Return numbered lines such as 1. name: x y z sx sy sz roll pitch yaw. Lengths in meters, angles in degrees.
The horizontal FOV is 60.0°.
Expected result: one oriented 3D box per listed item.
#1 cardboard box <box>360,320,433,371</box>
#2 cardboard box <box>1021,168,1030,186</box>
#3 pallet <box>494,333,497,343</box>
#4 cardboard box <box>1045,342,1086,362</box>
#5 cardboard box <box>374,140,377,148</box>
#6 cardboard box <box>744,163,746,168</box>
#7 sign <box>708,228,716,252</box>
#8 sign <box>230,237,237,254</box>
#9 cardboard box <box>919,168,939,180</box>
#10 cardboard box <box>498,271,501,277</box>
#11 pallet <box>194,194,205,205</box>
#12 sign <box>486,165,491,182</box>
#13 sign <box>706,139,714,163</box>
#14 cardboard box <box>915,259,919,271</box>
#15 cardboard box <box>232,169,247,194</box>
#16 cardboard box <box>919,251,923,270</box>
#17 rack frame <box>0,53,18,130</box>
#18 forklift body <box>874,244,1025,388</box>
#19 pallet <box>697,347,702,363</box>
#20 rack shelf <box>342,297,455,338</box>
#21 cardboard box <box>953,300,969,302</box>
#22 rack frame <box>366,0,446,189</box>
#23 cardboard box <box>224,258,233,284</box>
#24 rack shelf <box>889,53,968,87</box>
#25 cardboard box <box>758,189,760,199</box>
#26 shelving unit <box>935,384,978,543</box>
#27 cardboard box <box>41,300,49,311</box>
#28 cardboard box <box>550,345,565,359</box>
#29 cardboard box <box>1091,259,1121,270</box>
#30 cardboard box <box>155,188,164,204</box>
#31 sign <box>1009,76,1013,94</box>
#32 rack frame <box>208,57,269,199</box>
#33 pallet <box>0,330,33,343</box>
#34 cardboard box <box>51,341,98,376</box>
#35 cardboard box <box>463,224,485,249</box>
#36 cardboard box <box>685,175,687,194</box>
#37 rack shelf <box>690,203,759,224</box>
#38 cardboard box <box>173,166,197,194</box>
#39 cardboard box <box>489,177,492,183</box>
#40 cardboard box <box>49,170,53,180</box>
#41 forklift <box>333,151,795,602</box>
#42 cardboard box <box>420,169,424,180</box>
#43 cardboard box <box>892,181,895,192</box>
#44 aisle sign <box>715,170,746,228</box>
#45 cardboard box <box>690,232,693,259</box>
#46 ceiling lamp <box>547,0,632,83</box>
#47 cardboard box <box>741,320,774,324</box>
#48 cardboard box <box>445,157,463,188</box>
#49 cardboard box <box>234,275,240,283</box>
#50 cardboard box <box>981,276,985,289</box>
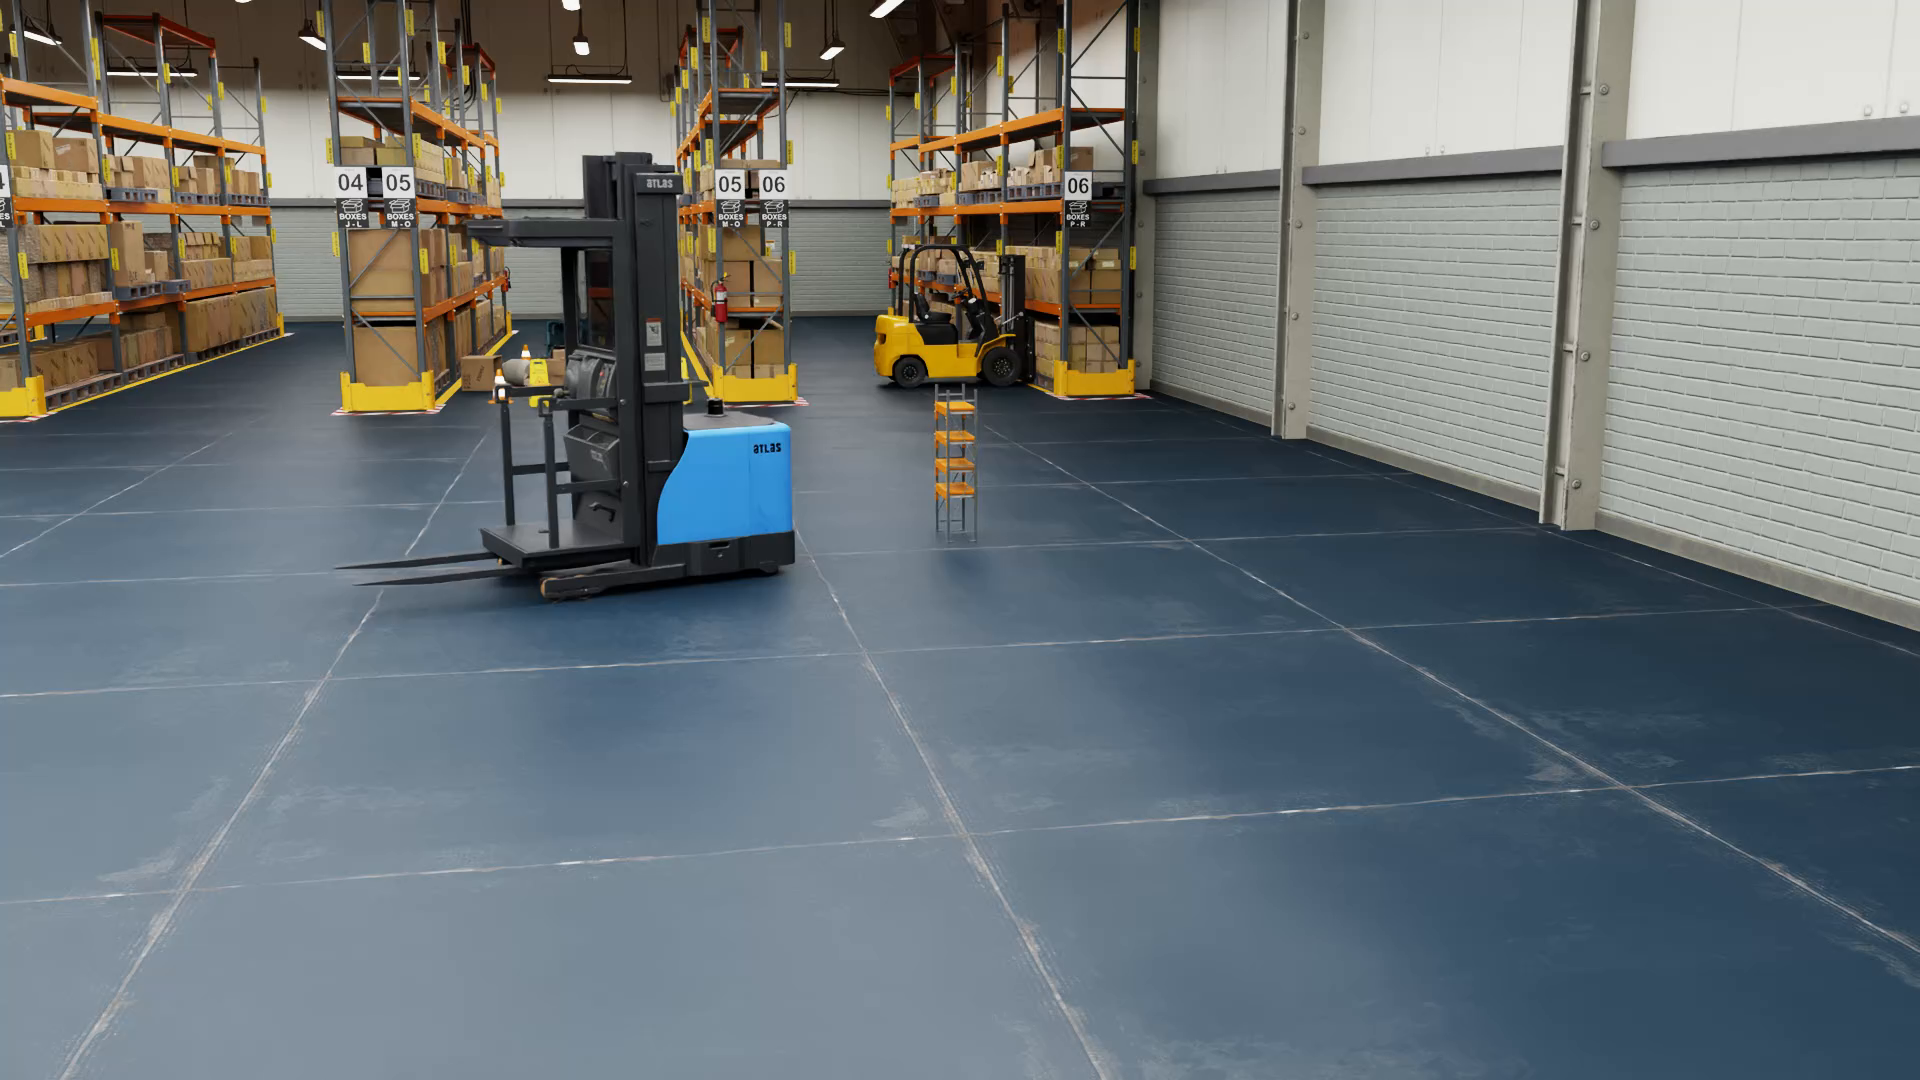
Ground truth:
1. cardboard box: -8.101 -2.700 23.917 0.875 0.875 0.875 -2 11 -12
2. cardboard box: 1.185 -5.747 26.314 0.396 0.266 0.258 -2 11 -12
3. pallet: -10.231 -4.207 34.734 1.003 0.211 1.213 -2 11 -11
4. cardboard box: 1.571 -2.813 24.845 0.500 0.250 0.500 -2 11 -12
5. cardboard box: -8.326 -5.487 23.127 0.380 0.149 0.250 -2 11 -11
6. cardboard box: -3.030 -5.547 24.835 0.380 0.149 0.250 -2 11 -10
7. sign: -3.444 -4.160 23.088 0.100 0.325 0.005 -2 11 -11
8. sign: -14.420 -5.844 32.995 0.100 0.325 0.005 -2 11 -11
9. cardboard box: -0.645 -7.722 35.099 0.396 0.266 0.258 -2 11 -12
10. cardboard box: -10.355 -5.877 36.724 0.380 0.149 0.250 -2 11 -9
11. pallet: -14.570 -6.261 30.553 1.003 0.211 1.213 -2 11 -8
12. sign: -9.522 -7.397 33.577 0.100 0.325 0.005 -2 11 -11
13. sign: -3.444 -5.344 22.863 0.100 0.325 0.005 -2 11 -11
14. cardboard box: -0.700 -5.991 36.258 0.500 0.250 0.500 -2 11 -10
15. cardboard box: -15.224 -7.412 34.437 0.700 0.500 0.500 -2 11 -9
16. cardboard box: -0.487 -5.993 35.271 0.700 0.500 0.500 -2 11 -10
17. rack frame: -20.587 -8.793 35.330 1.000 3.000 0.127 -2 11 -11
18. forklift body: -0.186 -3.498 25.823 2.313 2.155 1.214 -2 11 -11
19. pallet: -4.301 -3.406 30.529 1.003 0.211 1.213 -2 11 -11
20. rack shelf: -8.120 -3.267 24.264 1.077 0.370 4.000 -2 11 -11
21. cardboard box: 0.049 -5.026 35.410 0.380 0.149 0.250 -2 11 -11
22. rack frame: -8.509 -6.935 25.563 1.000 3.000 0.127 -2 11 -11
23. cardboard box: -14.591 -5.266 32.575 0.500 0.500 0.500 -2 11 -11
24. rack shelf: -0.750 -10.428 36.951 1.077 0.370 4.000 -2 11 -11
25. cardboard box: -2.642 -4.875 23.437 0.380 0.149 0.250 -2 11 -11
26. shelving unit: -0.032 -0.620 13.244 0.258 1.200 0.503 -2 11 -11
27. cardboard box: -12.571 -3.168 22.488 0.380 0.149 0.250 -2 11 -11
28. cardboard box: -5.911 -2.694 25.642 0.797 0.637 0.503 -2 11 -11
29. cardboard box: 2.161 -4.073 24.571 0.380 0.149 0.250 -2 11 -12
30. cardboard box: -13.729 -5.790 27.975 0.500 0.250 0.500 -2 11 -11
31. sign: 0.960 -8.605 31.420 0.100 0.325 0.005 -2 11 -11
32. rack frame: -15.728 -8.974 36.276 1.000 3.000 0.127 -2 11 -11
33. pallet: -20.464 -4.324 35.349 1.003 0.211 1.213 -2 11 -11
34. cardboard box: -13.356 -2.729 25.075 0.500 0.500 0.500 -2 11 -13
35. cardboard box: -9.914 -6.233 34.184 0.500 0.500 0.500 -2 11 -10
36. cardboard box: -5.079 -6.961 32.335 0.500 0.500 0.500 -2 11 -10
37. rack shelf: -4.063 -5.673 28.881 1.077 0.370 4.000 -2 11 -11
38. cardboard box: -14.591 -6.664 30.763 0.797 0.503 0.637 -2 11 -12
39. cardboard box: -10.093 -7.601 35.085 0.380 0.149 0.250 -2 11 -8
40. cardboard box: -12.757 -5.030 22.916 0.380 0.149 0.250 -2 11 -12
41. forklift: -2.713 -1.139 11.340 3.031 2.935 1.130 -6 13 -31
42. cardboard box: -7.582 -5.027 22.843 0.380 0.149 0.250 -2 11 -11
43. cardboard box: -1.299 -8.269 38.866 0.500 0.250 0.500 -2 11 -12
44. aisle sign: -3.168 -4.708 22.955 0.394 0.787 0.004 -2 11 -11
45. cardboard box: -4.917 -5.639 31.860 0.500 0.500 0.500 -2 11 -10
46. ceiling lamp: -8.908 -12.606 39.747 2.000 3.185 0.800 -2 11 -11
47. cardboard box: -3.195 -3.218 26.306 0.500 0.500 0.500 -2 11 -10
48. cardboard box: -8.675 -6.191 28.018 0.500 0.500 0.500 -2 11 -11
49. cardboard box: -14.682 -5.236 33.355 0.380 0.149 0.250 -2 11 -11
50. cardboard box: 0.670 -4.561 29.537 0.500 0.250 0.500 -2 11 -11
